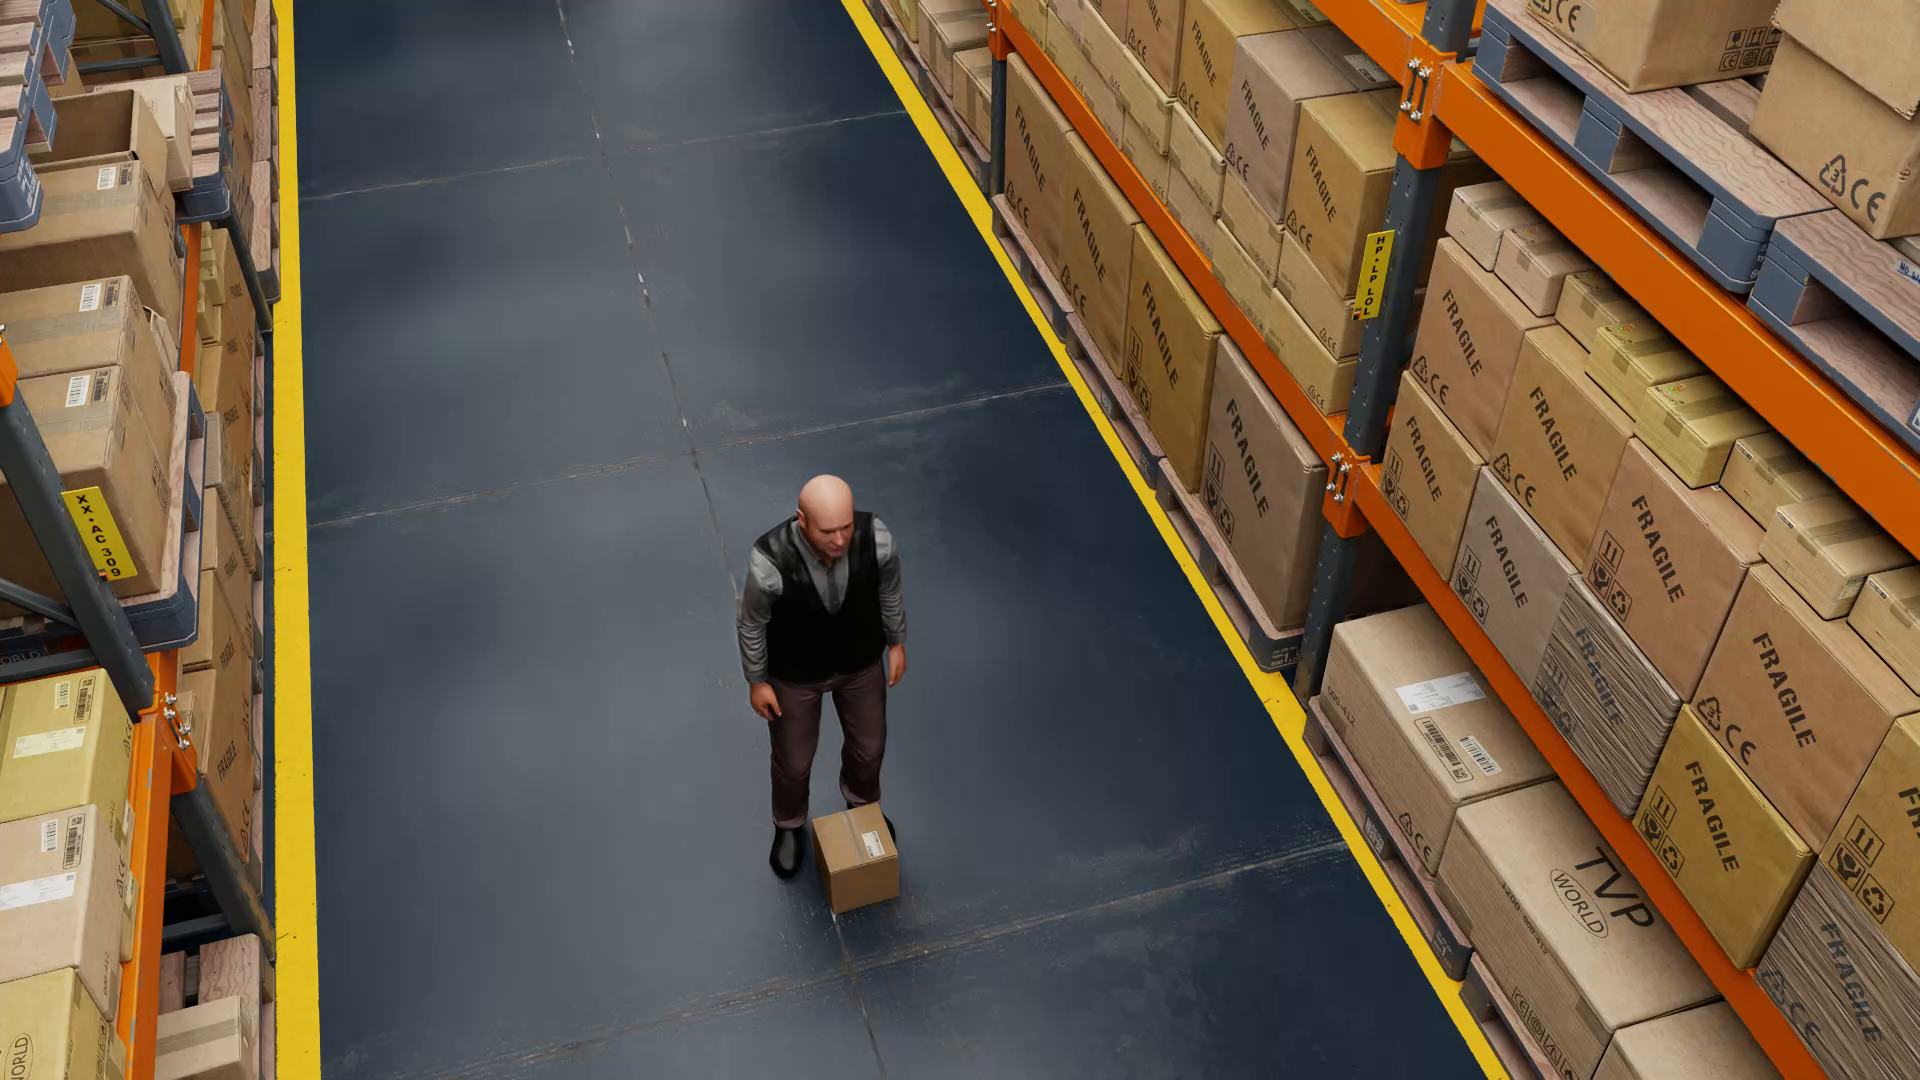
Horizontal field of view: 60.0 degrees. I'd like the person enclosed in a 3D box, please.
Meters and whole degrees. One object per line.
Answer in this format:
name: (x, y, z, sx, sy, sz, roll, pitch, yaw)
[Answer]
person: (-0.454, 0.437, 5.692, 0.590, 1.720, 0.376, -14, 44, -15)
